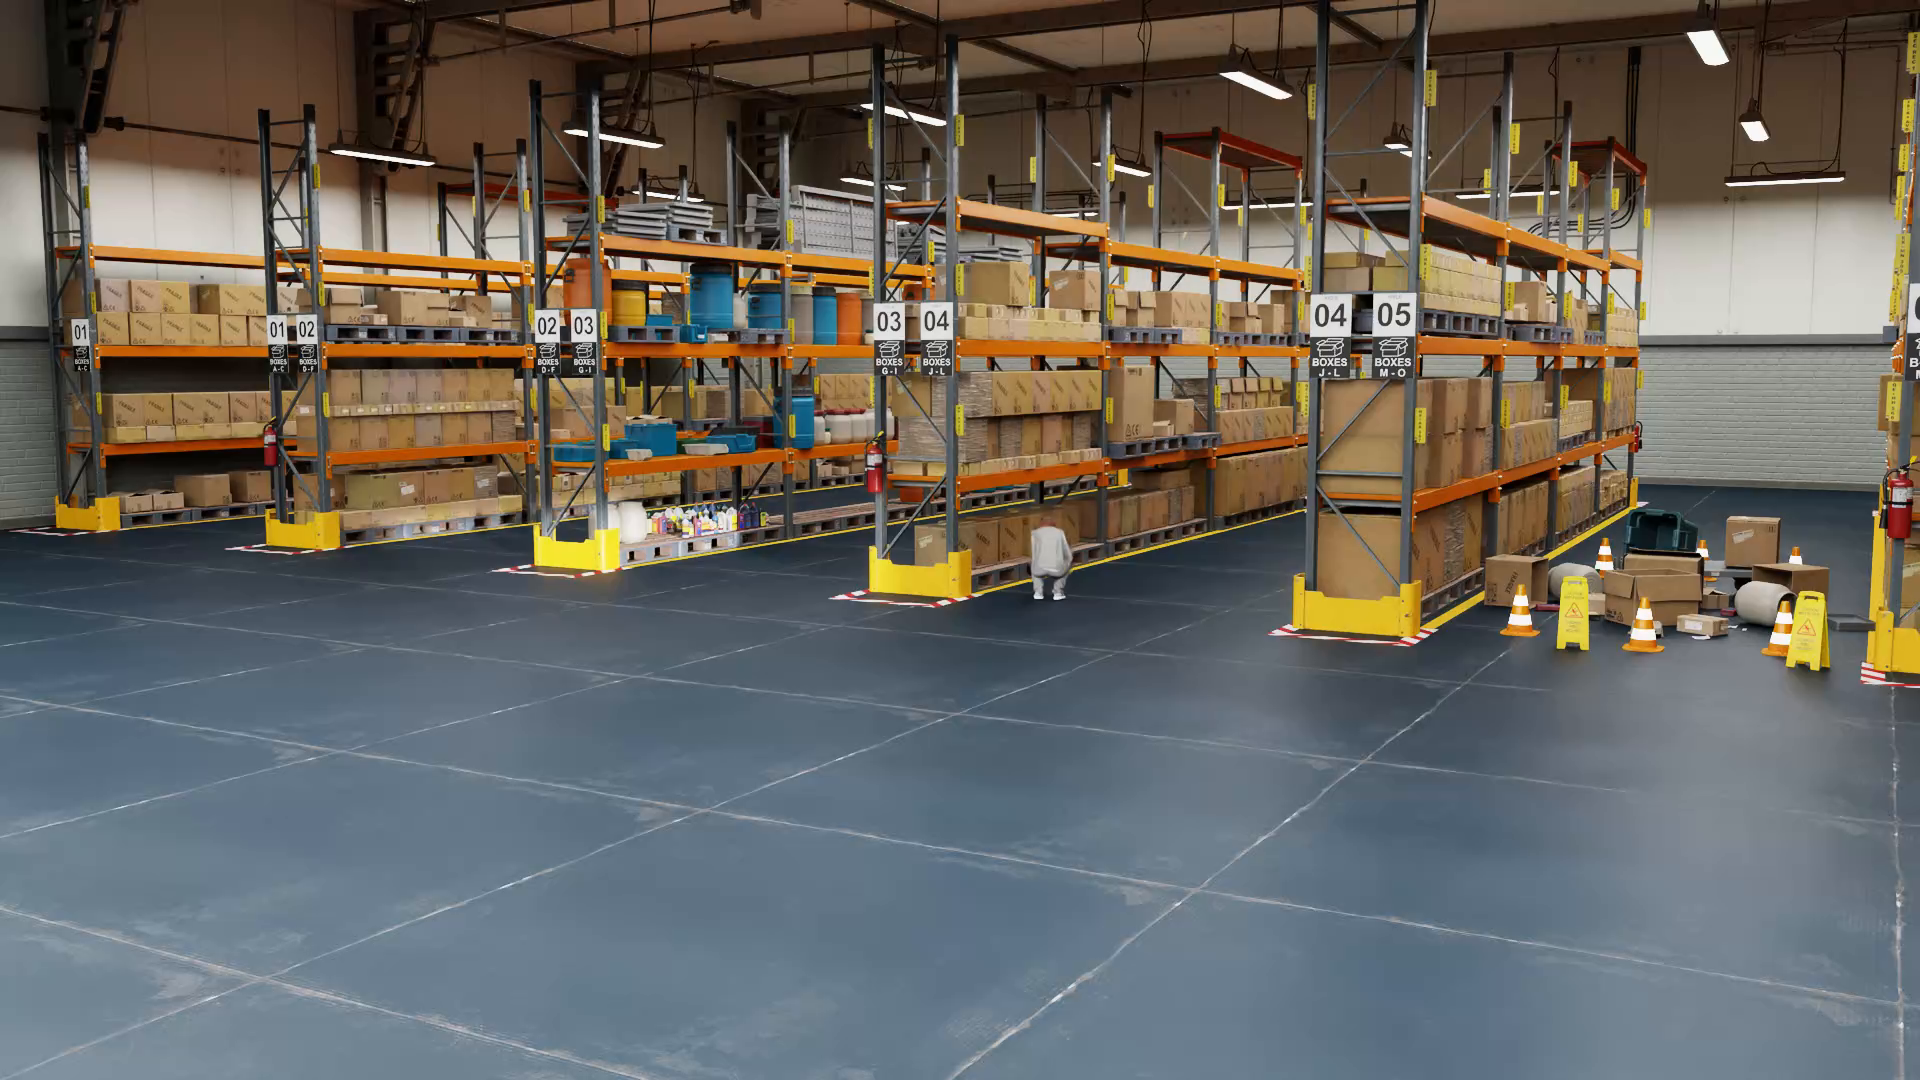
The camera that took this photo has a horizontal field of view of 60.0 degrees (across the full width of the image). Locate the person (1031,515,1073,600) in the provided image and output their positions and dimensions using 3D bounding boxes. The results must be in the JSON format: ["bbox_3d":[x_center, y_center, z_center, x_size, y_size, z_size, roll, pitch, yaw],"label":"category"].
[{"bbox_3d":[0.992,0.199,18.149,0.460,0.870,0.839,1,6,9],"label":"person"}]
